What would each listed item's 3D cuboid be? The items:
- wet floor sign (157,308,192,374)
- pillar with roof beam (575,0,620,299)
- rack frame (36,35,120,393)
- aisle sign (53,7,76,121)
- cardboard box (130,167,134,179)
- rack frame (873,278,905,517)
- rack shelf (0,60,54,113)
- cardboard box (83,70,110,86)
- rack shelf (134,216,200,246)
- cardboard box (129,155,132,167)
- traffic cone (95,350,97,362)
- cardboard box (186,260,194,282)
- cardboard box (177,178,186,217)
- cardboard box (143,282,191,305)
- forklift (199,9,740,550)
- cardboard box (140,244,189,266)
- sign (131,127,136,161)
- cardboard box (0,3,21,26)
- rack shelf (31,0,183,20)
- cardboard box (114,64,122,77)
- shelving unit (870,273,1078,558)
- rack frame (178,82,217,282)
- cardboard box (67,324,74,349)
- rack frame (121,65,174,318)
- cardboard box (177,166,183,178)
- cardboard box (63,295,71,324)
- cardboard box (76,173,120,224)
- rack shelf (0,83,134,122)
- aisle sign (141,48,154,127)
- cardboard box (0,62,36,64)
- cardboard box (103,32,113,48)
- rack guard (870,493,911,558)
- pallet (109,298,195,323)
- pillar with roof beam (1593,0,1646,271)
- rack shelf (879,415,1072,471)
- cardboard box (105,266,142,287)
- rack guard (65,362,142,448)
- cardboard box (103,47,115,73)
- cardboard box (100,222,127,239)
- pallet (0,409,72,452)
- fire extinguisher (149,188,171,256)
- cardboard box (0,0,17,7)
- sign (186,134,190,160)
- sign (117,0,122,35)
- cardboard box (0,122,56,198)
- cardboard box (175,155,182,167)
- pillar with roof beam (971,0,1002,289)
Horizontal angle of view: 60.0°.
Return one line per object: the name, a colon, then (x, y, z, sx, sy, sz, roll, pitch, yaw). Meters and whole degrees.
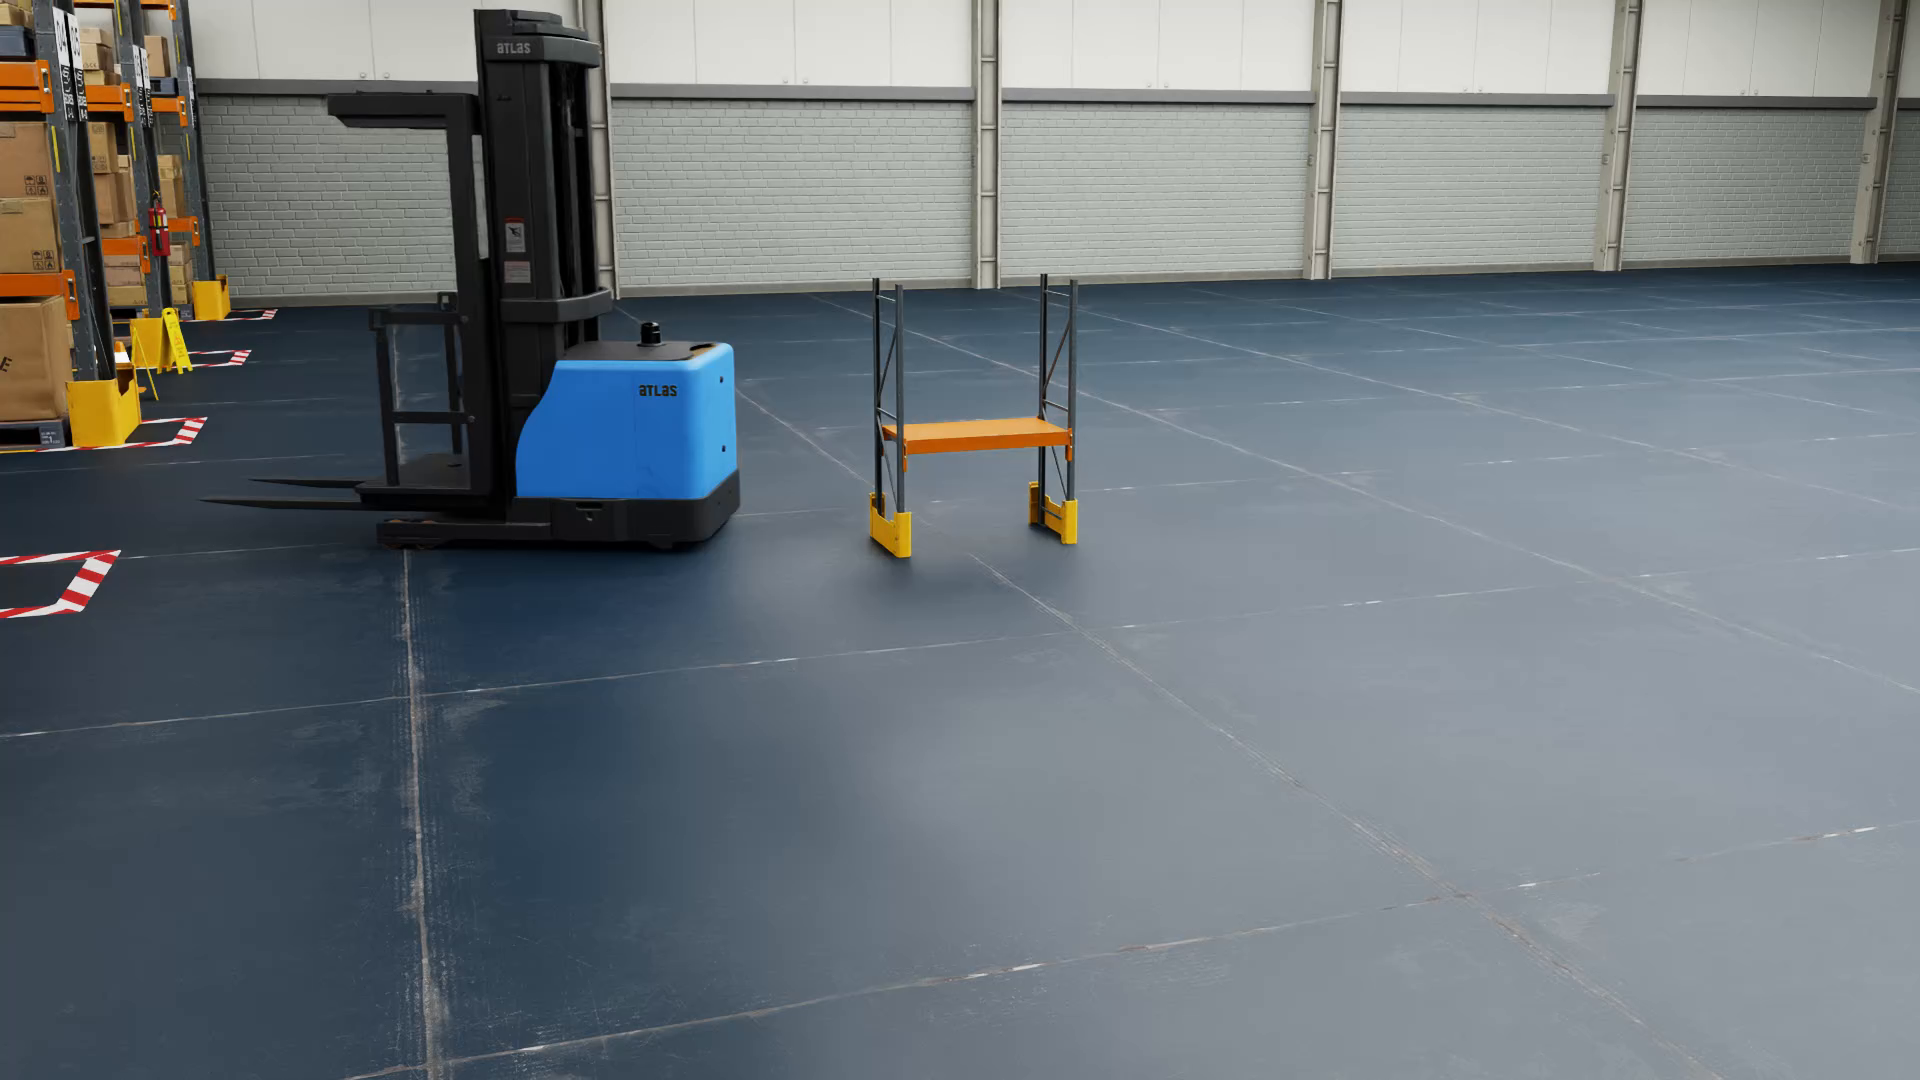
wet floor sign: (-7.906, -2.004, 16.671, 0.232, 0.644, 0.267, 0, 13, 1)
pillar with roof beam: (-3.902, -7.021, 19.715, 0.400, 9.000, 9.100, -4, 14, -18)
rack frame: (-6.753, -2.291, 12.794, 0.127, 3.000, 1.000, -4, 14, -18)
aisle sign: (-6.590, -3.496, 12.238, 0.004, 0.787, 0.394, -4, 14, -18)
cardboard box: (-10.486, -4.710, 21.343, 0.250, 0.149, 0.380, -4, 14, -17)
rack frame: (-0.401, -0.698, 9.338, 0.032, 1.500, 0.500, -4, 14, -18)
rack shelf: (-8.649, -3.253, 11.909, 4.000, 0.370, 1.077, -4, 14, -18)
cardboard box: (-8.677, -4.619, 16.640, 0.250, 0.149, 0.380, -4, 14, -18)
rack shelf: (-11.910, -3.960, 21.365, 4.000, 0.370, 1.077, -4, 14, -18)
cardboard box: (-10.510, -4.869, 21.371, 0.250, 0.149, 0.380, -4, 14, -18)
traffic cone: (-8.424, -1.821, 16.297, 0.334, 0.463, 0.336, -4, 14, -18)
cardboard box: (-10.526, -3.579, 22.160, 0.500, 0.250, 0.500, -4, 14, -17)
cardboard box: (-10.572, -4.531, 21.993, 0.500, 0.500, 0.500, -4, 14, -16)
cardboard box: (-10.359, -3.221, 21.735, 0.500, 0.250, 0.500, -4, 14, -18)
forklift: (-2.891, -1.492, 9.581, 3.031, 2.935, 1.130, 1, 13, 4)
cardboard box: (-10.351, -3.709, 21.626, 0.500, 0.250, 0.500, -4, 14, -16)
sign: (-8.270, -3.963, 16.638, 0.005, 0.325, 0.100, -4, 14, -18)
cardboard box: (-6.960, -3.783, 12.000, 0.250, 0.149, 0.380, -4, 14, -18)
rack shelf: (-11.910, -6.684, 20.717, 4.000, 0.370, 1.077, -4, 14, -18)
cardboard box: (-10.703, -5.920, 20.987, 0.250, 0.149, 0.380, -5, 14, -20)
shelving unit: (0.072, -0.735, 9.493, 1.083, 1.500, 0.587, -4, 14, -18)
rack frame: (-10.014, -4.458, 21.902, 0.127, 3.000, 1.000, -4, 14, -18)
cardboard box: (-9.131, -2.116, 17.090, 0.500, 0.250, 0.500, -5, 14, -18)
rack frame: (-8.428, -3.370, 17.327, 0.127, 3.000, 1.000, -4, 14, -18)
cardboard box: (-10.419, -4.854, 21.950, 0.250, 0.149, 0.380, -5, 14, -20)
cardboard box: (-9.104, -2.485, 17.020, 0.500, 0.500, 0.500, -4, 14, -18)
cardboard box: (-8.854, -3.462, 16.858, 0.500, 0.500, 0.500, -5, 14, -19)
rack shelf: (-10.323, -4.331, 16.442, 4.000, 0.370, 1.077, -4, 14, -18)
aisle sign: (-8.468, -4.707, 17.331, 0.004, 0.787, 0.394, -4, 14, -18)
cardboard box: (-9.308, -4.770, 16.413, 0.500, 0.250, 0.500, -5, 14, -19)
cardboard box: (-8.829, -5.113, 16.994, 0.250, 0.149, 0.380, -5, 14, -18)
rack guard: (-0.400, -0.090, 9.483, 0.087, 0.250, 0.587, -4, 14, -18)
pallet: (-10.726, -3.036, 21.949, 1.213, 0.211, 1.003, -4, 14, -18)
pillar with roof beam: (13.158, -8.350, 25.300, 0.400, 9.000, 9.100, -4, 14, -18)
rack shelf: (0.081, -0.561, 9.537, 1.000, 0.185, 0.538, -4, 14, -18)
cardboard box: (-10.855, -3.429, 21.529, 0.500, 0.250, 0.500, -5, 14, -19)
rack guard: (-6.730, -1.077, 13.091, 0.348, 0.500, 1.175, -4, 14, -18)
cardboard box: (-8.989, -4.922, 17.052, 0.500, 0.250, 0.500, -5, 14, -19)
cardboard box: (-8.714, -3.173, 17.043, 0.250, 0.149, 0.380, -4, 14, -16)
pallet: (-7.486, -0.859, 12.796, 1.213, 0.211, 1.003, -4, 14, -18)
fire extinguisher: (-8.172, -3.239, 16.946, 0.183, 0.674, 0.296, -4, 14, -18)
cardboard box: (-7.128, -3.978, 11.960, 0.500, 0.250, 0.500, -4, 14, -17)
sign: (-9.854, -5.016, 21.236, 0.005, 0.325, 0.100, -4, 14, -18)
sign: (-8.270, -5.136, 16.359, 0.005, 0.325, 0.100, -4, 14, -18)
cardboard box: (-7.117, -2.871, 12.572, 0.550, 0.550, 0.875, -4, 14, -18)
cardboard box: (-10.401, -4.989, 21.874, 0.250, 0.149, 0.380, -5, 14, -19)
pillar with roof beam: (1.785, -7.464, 21.577, 0.400, 9.000, 9.100, -4, 14, -18)
